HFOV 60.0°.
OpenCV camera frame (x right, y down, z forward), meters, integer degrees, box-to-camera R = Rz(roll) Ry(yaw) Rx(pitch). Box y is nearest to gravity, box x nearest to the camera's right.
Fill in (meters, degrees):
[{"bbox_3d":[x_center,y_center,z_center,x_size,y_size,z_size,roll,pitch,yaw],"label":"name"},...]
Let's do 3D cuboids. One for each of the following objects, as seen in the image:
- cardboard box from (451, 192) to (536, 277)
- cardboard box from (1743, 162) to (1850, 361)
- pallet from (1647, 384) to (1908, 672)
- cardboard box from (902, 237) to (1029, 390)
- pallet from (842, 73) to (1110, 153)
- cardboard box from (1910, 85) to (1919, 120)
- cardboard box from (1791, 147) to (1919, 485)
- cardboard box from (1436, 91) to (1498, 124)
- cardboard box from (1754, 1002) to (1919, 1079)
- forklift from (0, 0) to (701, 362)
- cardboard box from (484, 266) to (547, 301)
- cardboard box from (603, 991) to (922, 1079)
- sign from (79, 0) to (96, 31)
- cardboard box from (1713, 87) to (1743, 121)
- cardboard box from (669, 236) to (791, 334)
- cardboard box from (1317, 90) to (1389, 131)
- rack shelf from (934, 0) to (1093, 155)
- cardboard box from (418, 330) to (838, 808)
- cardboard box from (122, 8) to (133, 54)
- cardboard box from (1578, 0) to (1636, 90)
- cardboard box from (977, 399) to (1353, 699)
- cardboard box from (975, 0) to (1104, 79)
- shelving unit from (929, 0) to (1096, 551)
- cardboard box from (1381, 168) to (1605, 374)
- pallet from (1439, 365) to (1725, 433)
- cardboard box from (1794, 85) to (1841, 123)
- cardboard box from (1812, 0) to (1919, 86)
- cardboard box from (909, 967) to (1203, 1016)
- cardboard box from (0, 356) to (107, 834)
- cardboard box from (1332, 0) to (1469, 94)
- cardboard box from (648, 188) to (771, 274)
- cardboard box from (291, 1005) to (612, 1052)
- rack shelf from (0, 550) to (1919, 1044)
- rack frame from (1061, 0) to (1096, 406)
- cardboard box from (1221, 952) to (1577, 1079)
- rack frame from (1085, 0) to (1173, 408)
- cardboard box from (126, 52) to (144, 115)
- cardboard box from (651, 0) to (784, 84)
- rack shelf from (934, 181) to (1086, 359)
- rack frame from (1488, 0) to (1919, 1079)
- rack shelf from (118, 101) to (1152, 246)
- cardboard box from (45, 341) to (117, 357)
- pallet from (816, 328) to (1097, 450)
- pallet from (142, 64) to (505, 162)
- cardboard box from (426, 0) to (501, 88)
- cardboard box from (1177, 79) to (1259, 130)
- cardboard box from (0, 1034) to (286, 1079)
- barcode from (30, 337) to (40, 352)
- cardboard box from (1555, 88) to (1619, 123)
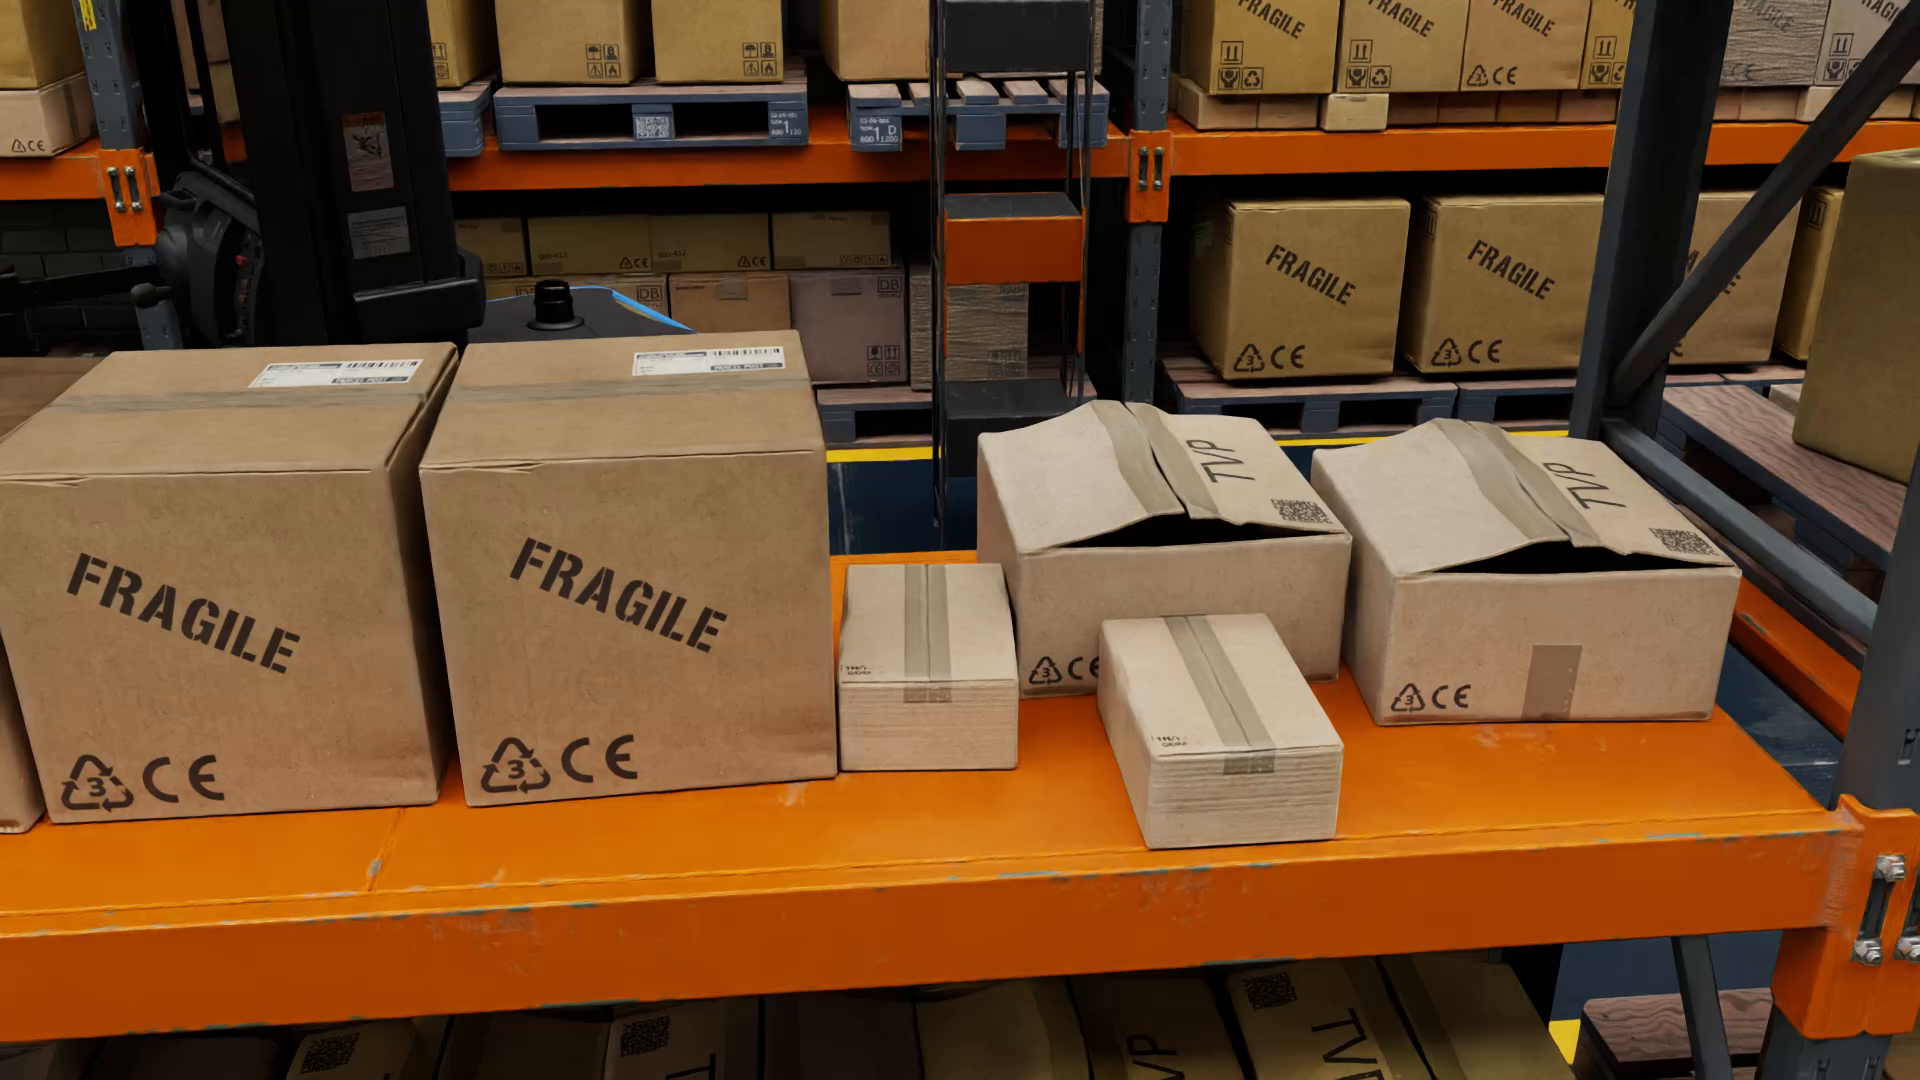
[{"bbox_3d":[-2.088,-1.308,7.111,0.500,0.250,0.500,-3,24,-6],"label":"cardboard box"},{"bbox_3d":[4.070,-1.302,7.615,0.750,0.750,0.750,-2,24,-5],"label":"cardboard box"},{"bbox_3d":[1.882,0.024,2.740,1.003,0.211,1.213,-2,24,-5],"label":"pallet"},{"bbox_3d":[0.013,-1.020,7.387,0.500,0.500,0.700,-2,24,-4],"label":"cardboard box"},{"bbox_3d":[0.025,-1.852,6.959,1.003,0.211,1.213,-2,24,-5],"label":"pallet"},{"bbox_3d":[4.147,-1.917,7.155,0.250,0.149,0.380,-2,24,-4],"label":"cardboard box"},{"bbox_3d":[1.830,-0.317,2.630,0.500,0.500,0.700,-11,26,-23],"label":"cardboard box"},{"bbox_3d":[2.094,-1.881,7.074,0.250,0.149,0.380,-2,24,-4],"label":"cardboard box"},{"bbox_3d":[1.696,1.030,2.776,0.500,0.500,0.500,-1,24,-3],"label":"cardboard box"},{"bbox_3d":[-2.114,-0.711,4.240,3.031,2.935,1.130,-17,29,-33],"label":"forklift"},{"bbox_3d":[-2.017,-0.987,7.313,0.500,0.500,0.700,-3,24,-6],"label":"cardboard box"},{"bbox_3d":[-0.302,0.963,2.569,0.500,0.311,0.500,-2,24,-5],"label":"cardboard box"},{"bbox_3d":[-3.196,-2.028,6.053,0.005,0.325,0.100,-2,24,-5],"label":"sign"},{"bbox_3d":[3.127,-1.904,7.125,0.250,0.149,0.380,-3,24,-7],"label":"cardboard box"},{"bbox_3d":[-1.003,-1.015,7.376,0.500,0.500,0.700,-2,24,-5],"label":"cardboard box"},{"bbox_3d":[1.599,-1.808,6.908,0.250,0.149,0.380,-2,24,-4],"label":"cardboard box"},{"bbox_3d":[0.165,-1.593,5.560,0.480,0.518,0.431,-2,24,-5],"label":"rack shelf"},{"bbox_3d":[-0.454,0.019,2.391,0.500,0.500,0.500,-4,24,-8],"label":"cardboard box"},{"bbox_3d":[-3.745,-2.200,6.743,0.500,0.500,0.500,-3,24,-6],"label":"cardboard box"},{"bbox_3d":[2.766,-2.178,6.943,0.500,0.500,0.500,-2,24,-4],"label":"cardboard box"},{"bbox_3d":[0.305,-0.011,2.690,0.500,0.311,0.500,-3,24,-6],"label":"cardboard box"},{"bbox_3d":[0.257,-2.235,6.920,0.500,0.500,0.700,-5,24,-11],"label":"cardboard box"},{"bbox_3d":[0.165,-0.966,5.838,0.503,2.100,0.431,-2,24,-5],"label":"shelving unit"},{"bbox_3d":[2.341,-1.229,7.452,0.750,0.750,0.750,-2,24,-5],"label":"cardboard box"},{"bbox_3d":[2.727,-0.785,7.756,1.213,0.211,1.003,-2,24,-5],"label":"pallet"},{"bbox_3d":[3.628,-1.891,7.096,0.250,0.149,0.380,-2,24,-5],"label":"cardboard box"},{"bbox_3d":[3.763,-2.217,7.030,0.500,0.500,0.500,-2,24,-5],"label":"cardboard box"},{"bbox_3d":[0.142,0.726,3.101,0.500,0.311,0.500,-3,24,-6],"label":"cardboard box"},{"bbox_3d":[-1.476,0.060,2.298,0.500,0.500,0.500,-1,24,-1],"label":"cardboard box"},{"bbox_3d":[1.755,-2.135,6.845,0.500,0.500,0.500,-2,24,-3],"label":"cardboard box"},{"bbox_3d":[-1.072,-1.342,7.190,0.500,0.250,0.500,-2,24,-5],"label":"cardboard box"},{"bbox_3d":[-0.877,0.766,3.010,0.500,0.311,0.500,-3,24,-6],"label":"cardboard box"},{"bbox_3d":[-0.776,0.400,2.543,4.000,0.370,1.077,-2,24,-5],"label":"rack shelf"},{"bbox_3d":[0.408,-0.976,5.860,0.015,2.100,0.400,-2,24,-5],"label":"rack frame"},{"bbox_3d":[0.717,0.920,2.665,0.500,0.311,0.500,-2,24,-4],"label":"cardboard box"},{"bbox_3d":[0.724,-2.011,7.081,0.127,3.000,1.000,-2,24,-5],"label":"rack frame"},{"bbox_3d":[-3.746,-1.860,6.901,0.500,0.250,0.500,-2,24,-5],"label":"cardboard box"},{"bbox_3d":[-0.981,-2.176,6.788,0.500,0.500,0.700,-2,24,-5],"label":"cardboard box"},{"bbox_3d":[0.165,-0.954,5.844,0.480,0.518,0.431,-2,24,-5],"label":"rack shelf"},{"bbox_3d":[1.214,-0.009,2.576,0.127,3.000,1.000,-2,24,-5],"label":"rack frame"},{"bbox_3d":[-1.266,-1.602,7.047,4.000,0.370,1.077,-2,24,-5],"label":"rack shelf"},{"bbox_3d":[-3.786,-0.724,7.132,0.250,0.166,0.380,-5,25,-12],"label":"cardboard box"},{"bbox_3d":[-0.054,-0.706,7.578,1.213,0.211,1.003,-2,24,-5],"label":"pallet"},{"bbox_3d":[-2.482,-1.735,6.697,1.213,0.211,1.003,-2,24,-5],"label":"pallet"},{"bbox_3d":[-2.190,-2.124,6.670,0.500,0.500,0.700,0,24,0],"label":"cardboard box"},{"bbox_3d":[1.074,-1.825,6.947,0.250,0.149,0.380,-3,24,-6],"label":"cardboard box"},{"bbox_3d":[-1.317,1.005,2.475,0.500,0.311,0.500,-3,24,-7],"label":"cardboard box"},{"bbox_3d":[-4.132,-0.869,7.393,0.075,0.075,0.001,-2,24,-5],"label":"barcode"},{"bbox_3d":[2.600,-1.890,7.094,0.250,0.149,0.380,-2,24,-5],"label":"cardboard box"}]
